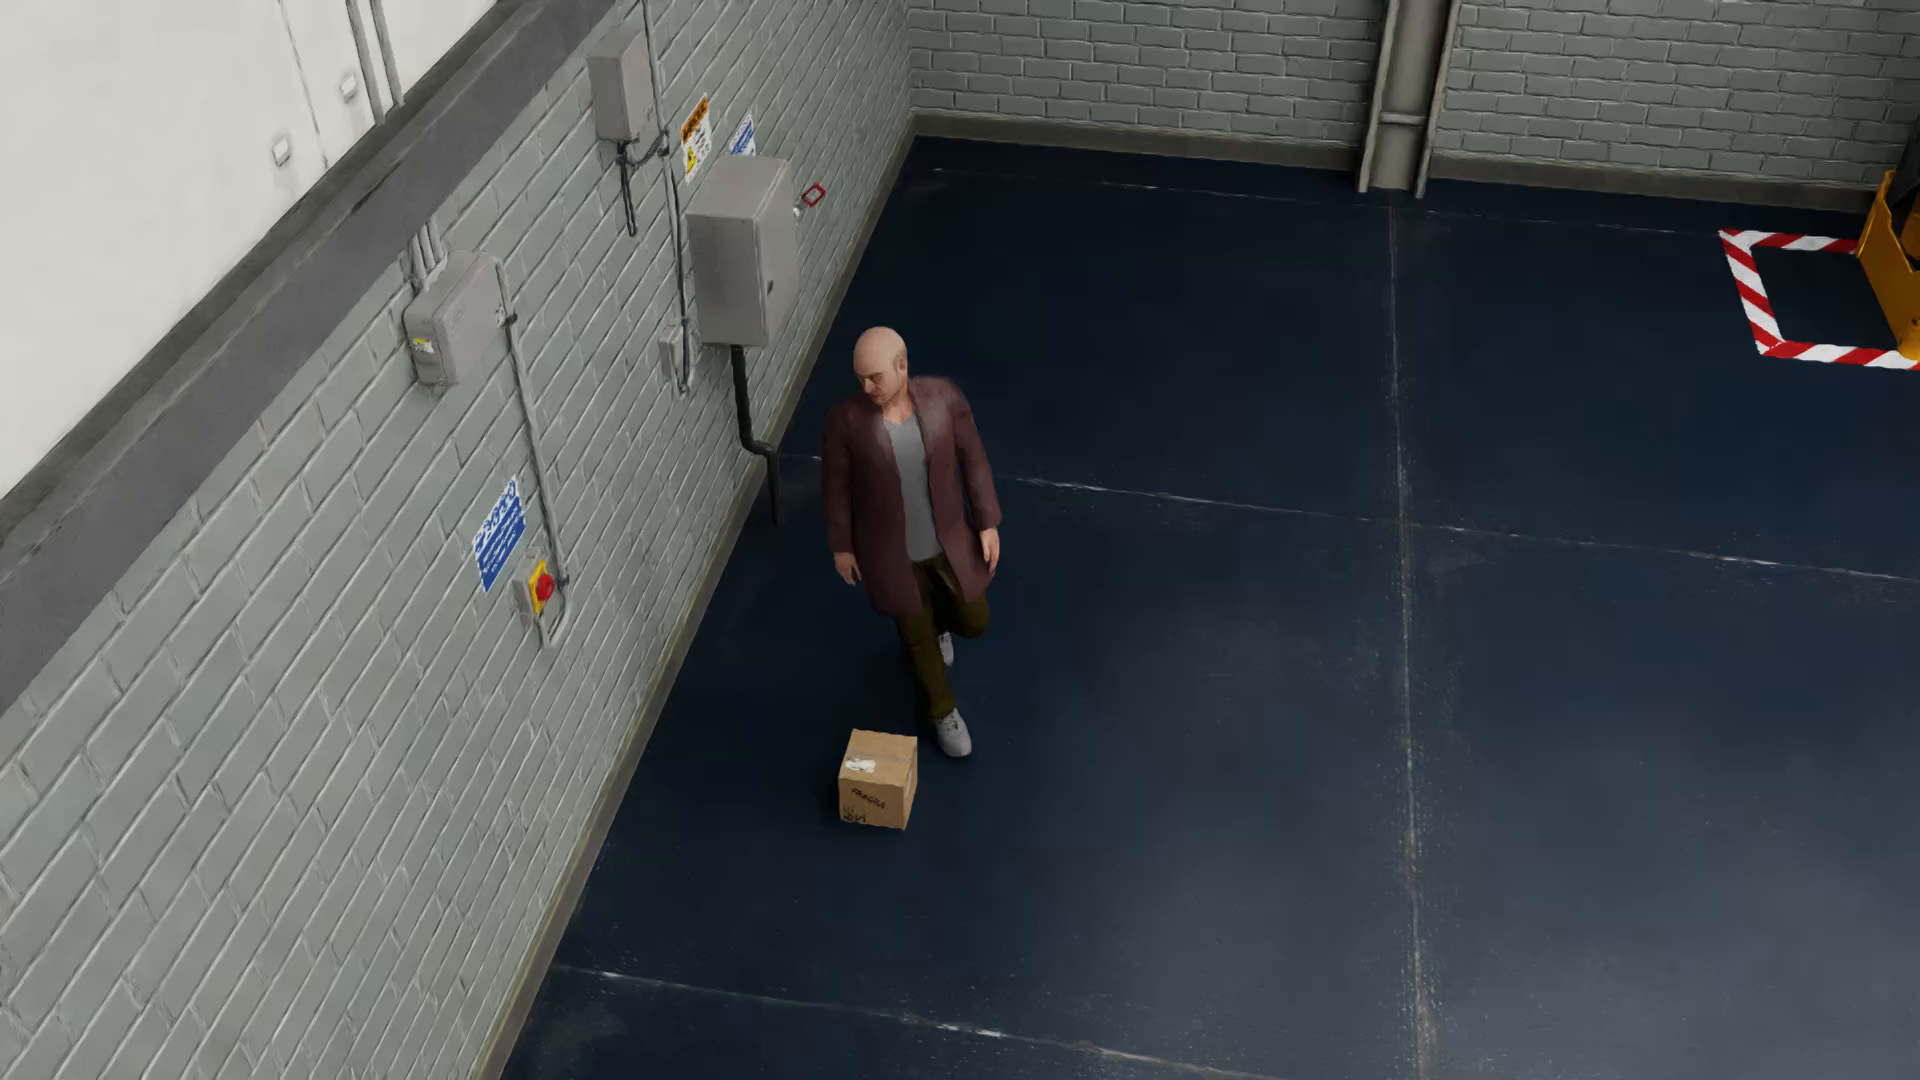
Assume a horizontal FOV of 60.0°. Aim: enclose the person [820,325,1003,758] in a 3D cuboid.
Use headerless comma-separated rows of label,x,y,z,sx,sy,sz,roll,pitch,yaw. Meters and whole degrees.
person,-0.164,0.001,6.184,0.648,1.754,0.733,-12,41,-14
